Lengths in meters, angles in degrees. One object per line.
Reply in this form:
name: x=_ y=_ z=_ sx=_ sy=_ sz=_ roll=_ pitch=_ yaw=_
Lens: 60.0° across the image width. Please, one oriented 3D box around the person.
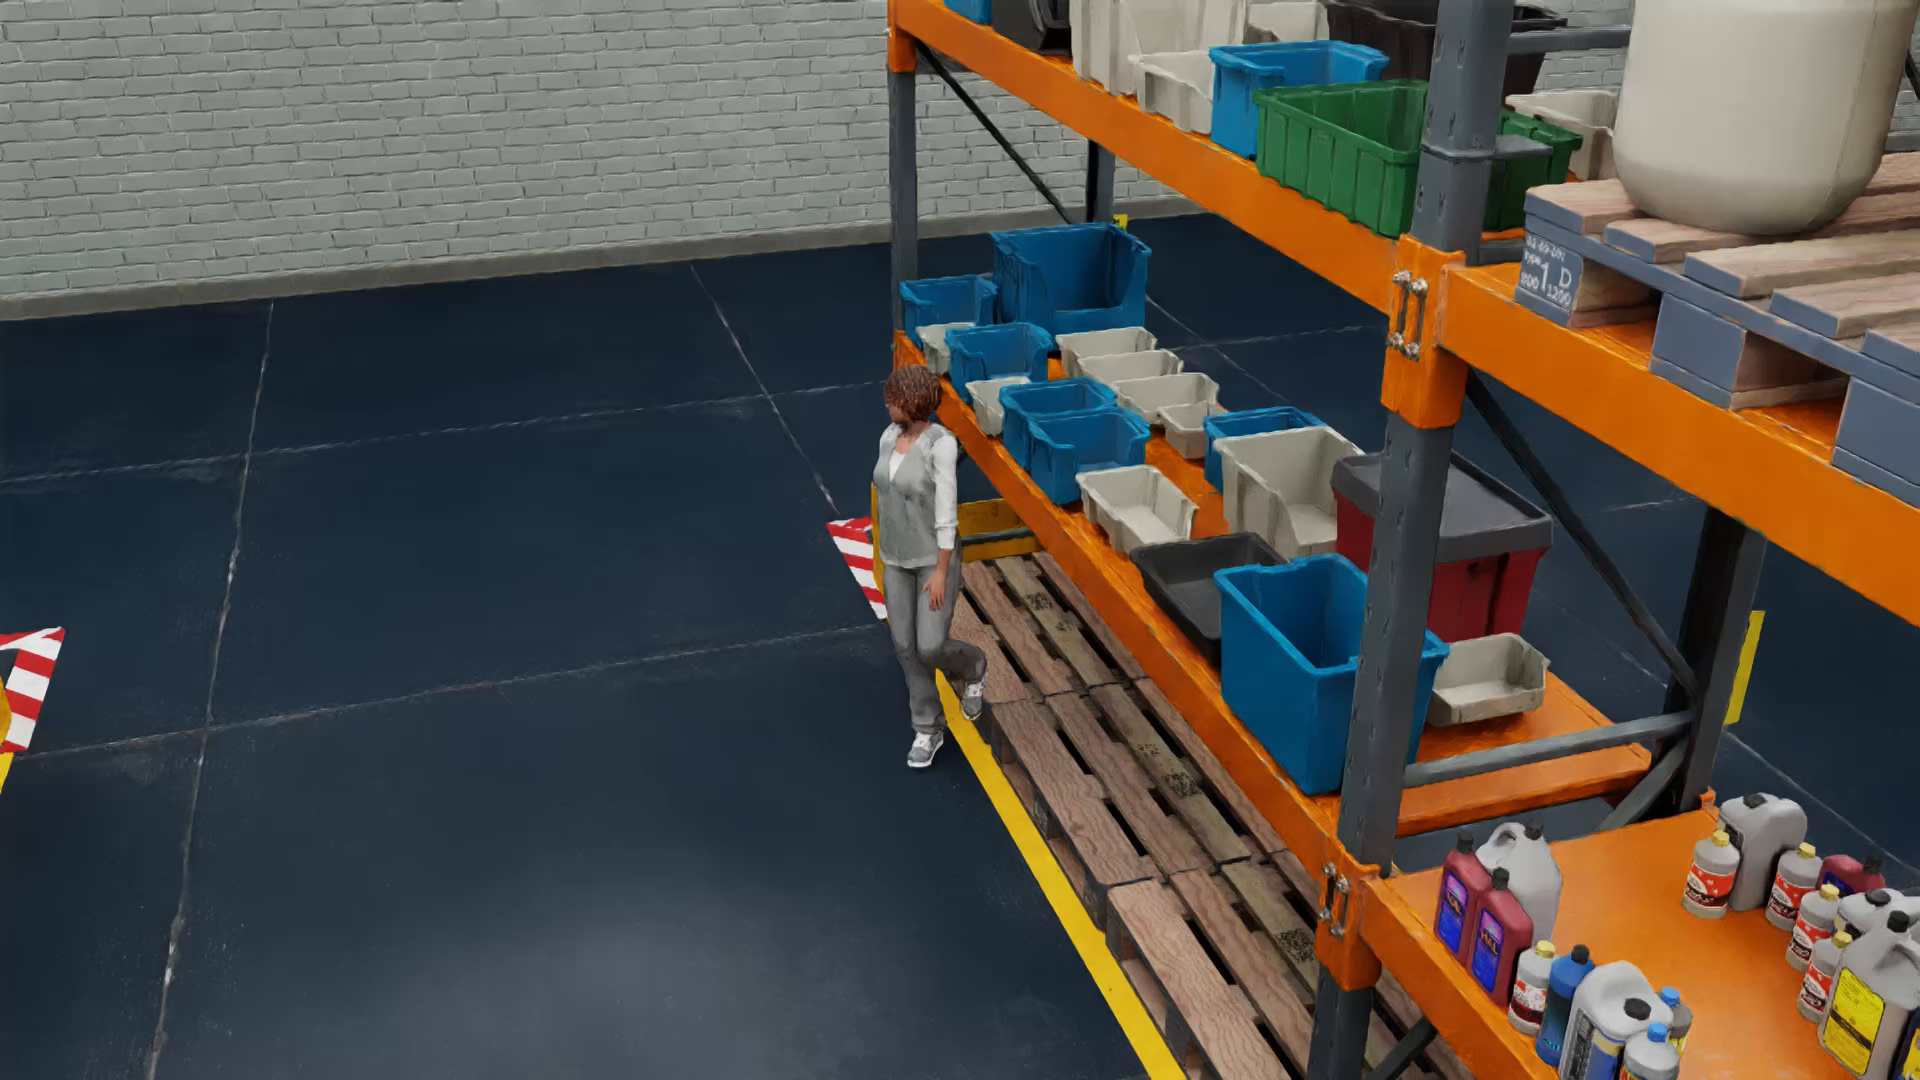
person: x=-0.162 y=0.097 z=6.538 sx=0.487 sy=1.551 sz=0.509 roll=19 pitch=32 yaw=33
